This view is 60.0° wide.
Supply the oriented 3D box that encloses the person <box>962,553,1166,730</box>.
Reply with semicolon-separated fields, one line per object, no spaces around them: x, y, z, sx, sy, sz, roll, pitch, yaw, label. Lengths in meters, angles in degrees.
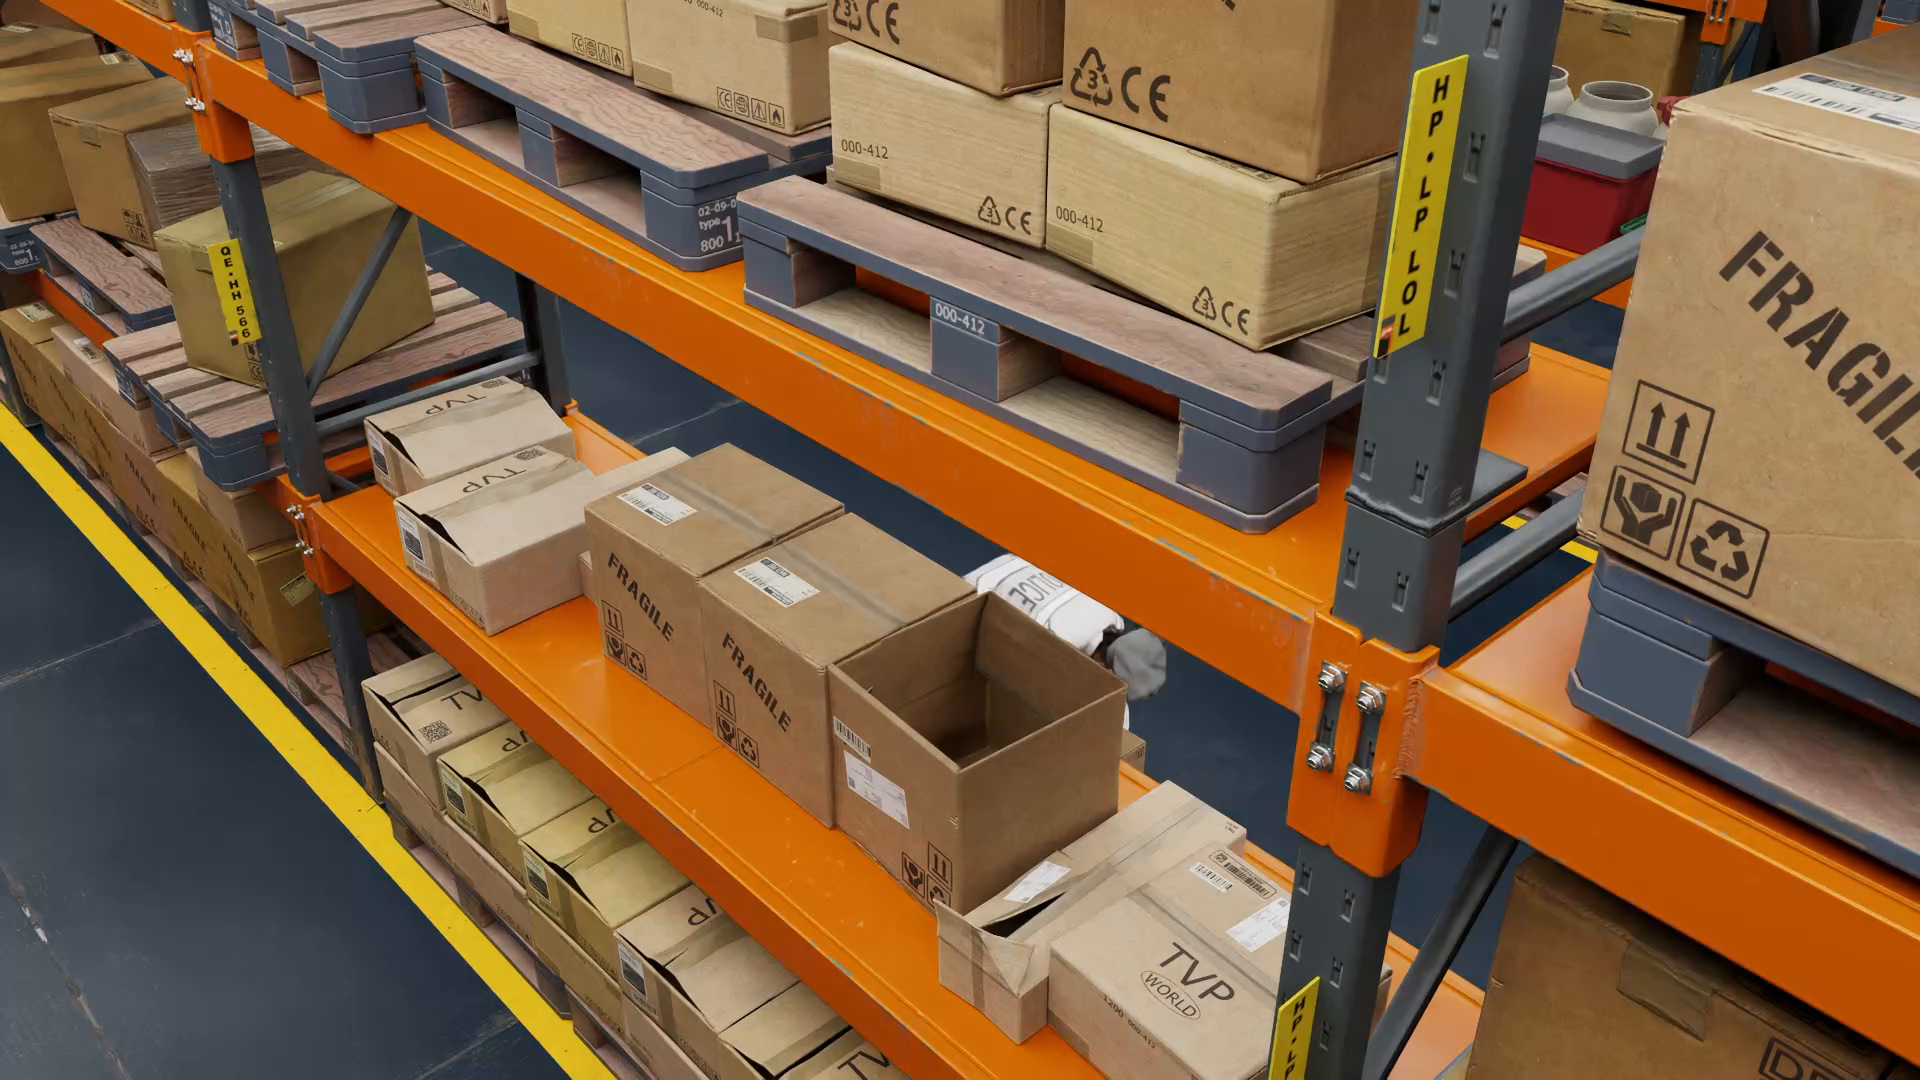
0.359;0.510;6.201;0.472;0.762;0.914;-27;41;-36;person
